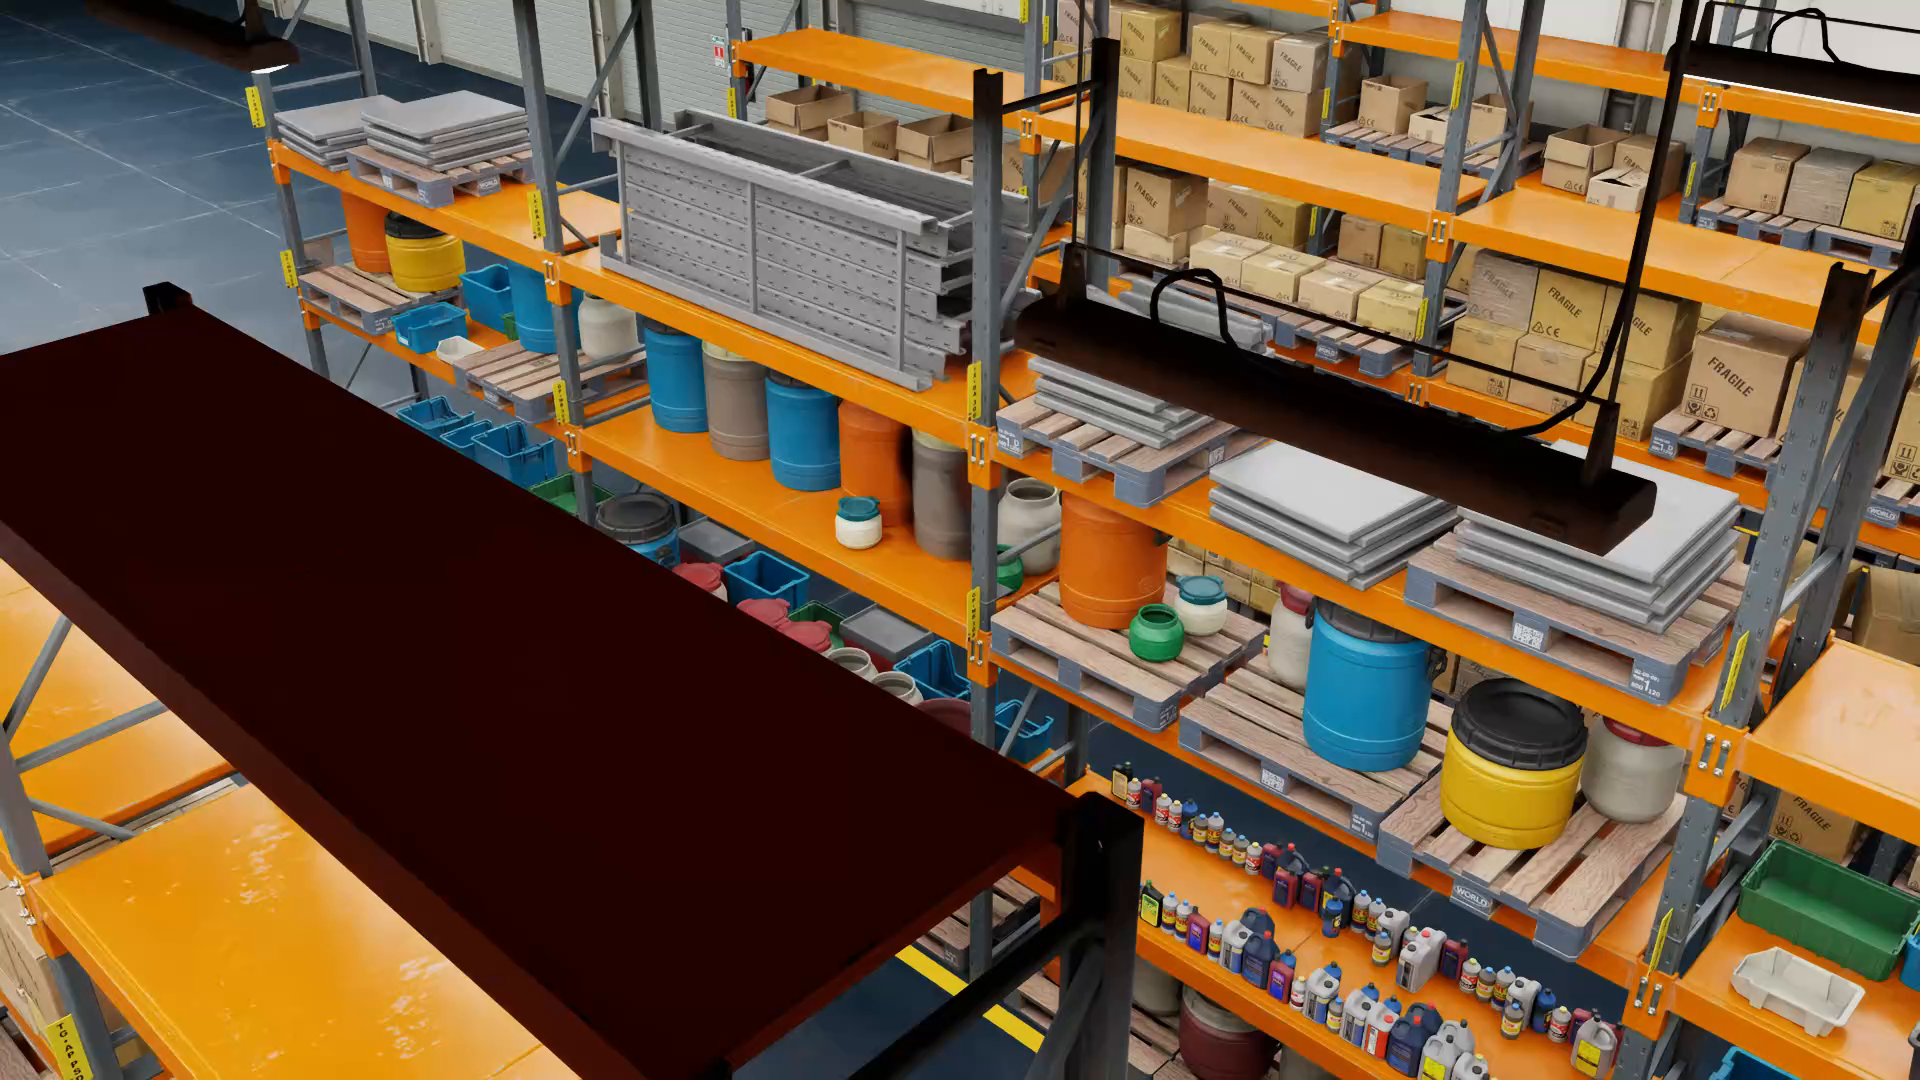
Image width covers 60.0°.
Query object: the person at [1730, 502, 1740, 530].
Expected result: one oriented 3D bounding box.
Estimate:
[{"bbox_3d":[6.718,-0.079,14.741,0.952,1.596,0.553,21,36,32],"label":"person"}]
